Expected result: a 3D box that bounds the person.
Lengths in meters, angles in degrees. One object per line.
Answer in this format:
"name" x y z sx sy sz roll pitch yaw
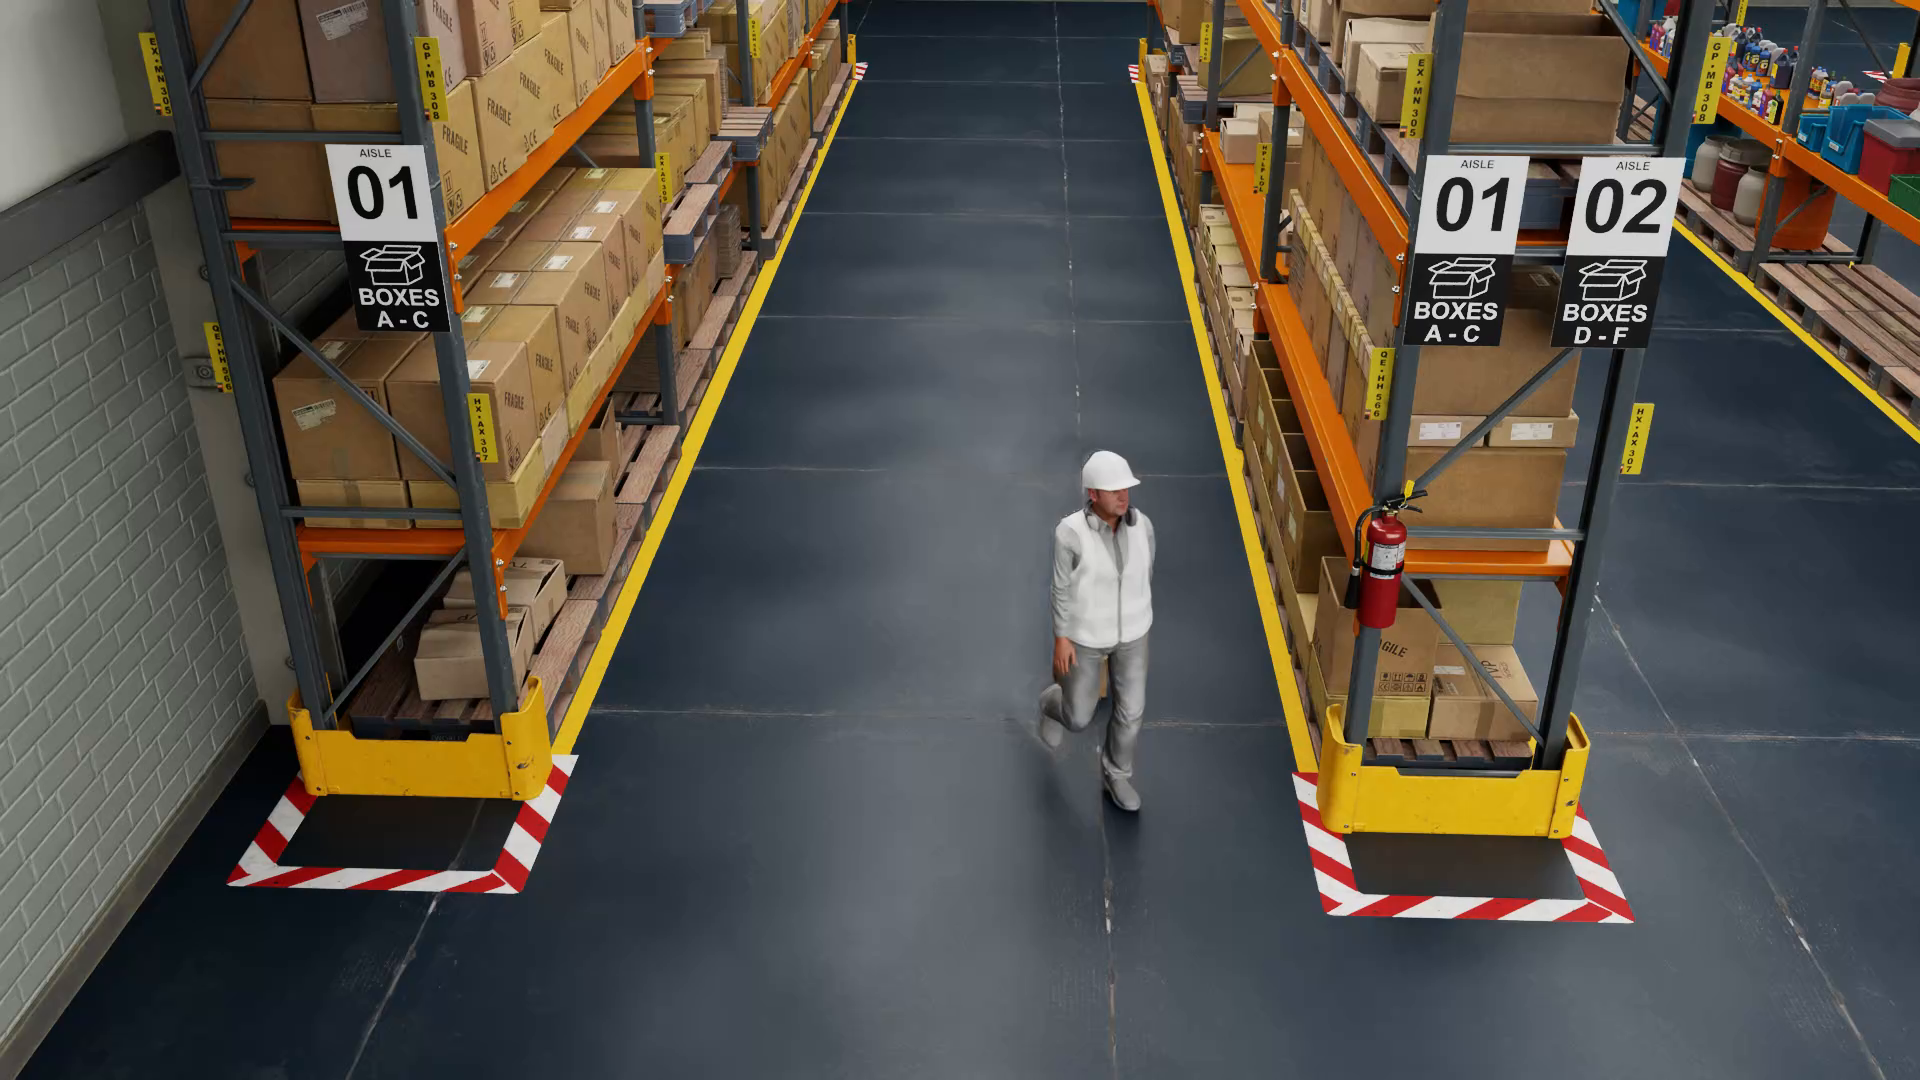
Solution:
"person" 0.662 0.390 7.819 0.531 1.749 0.715 -9 29 -16
